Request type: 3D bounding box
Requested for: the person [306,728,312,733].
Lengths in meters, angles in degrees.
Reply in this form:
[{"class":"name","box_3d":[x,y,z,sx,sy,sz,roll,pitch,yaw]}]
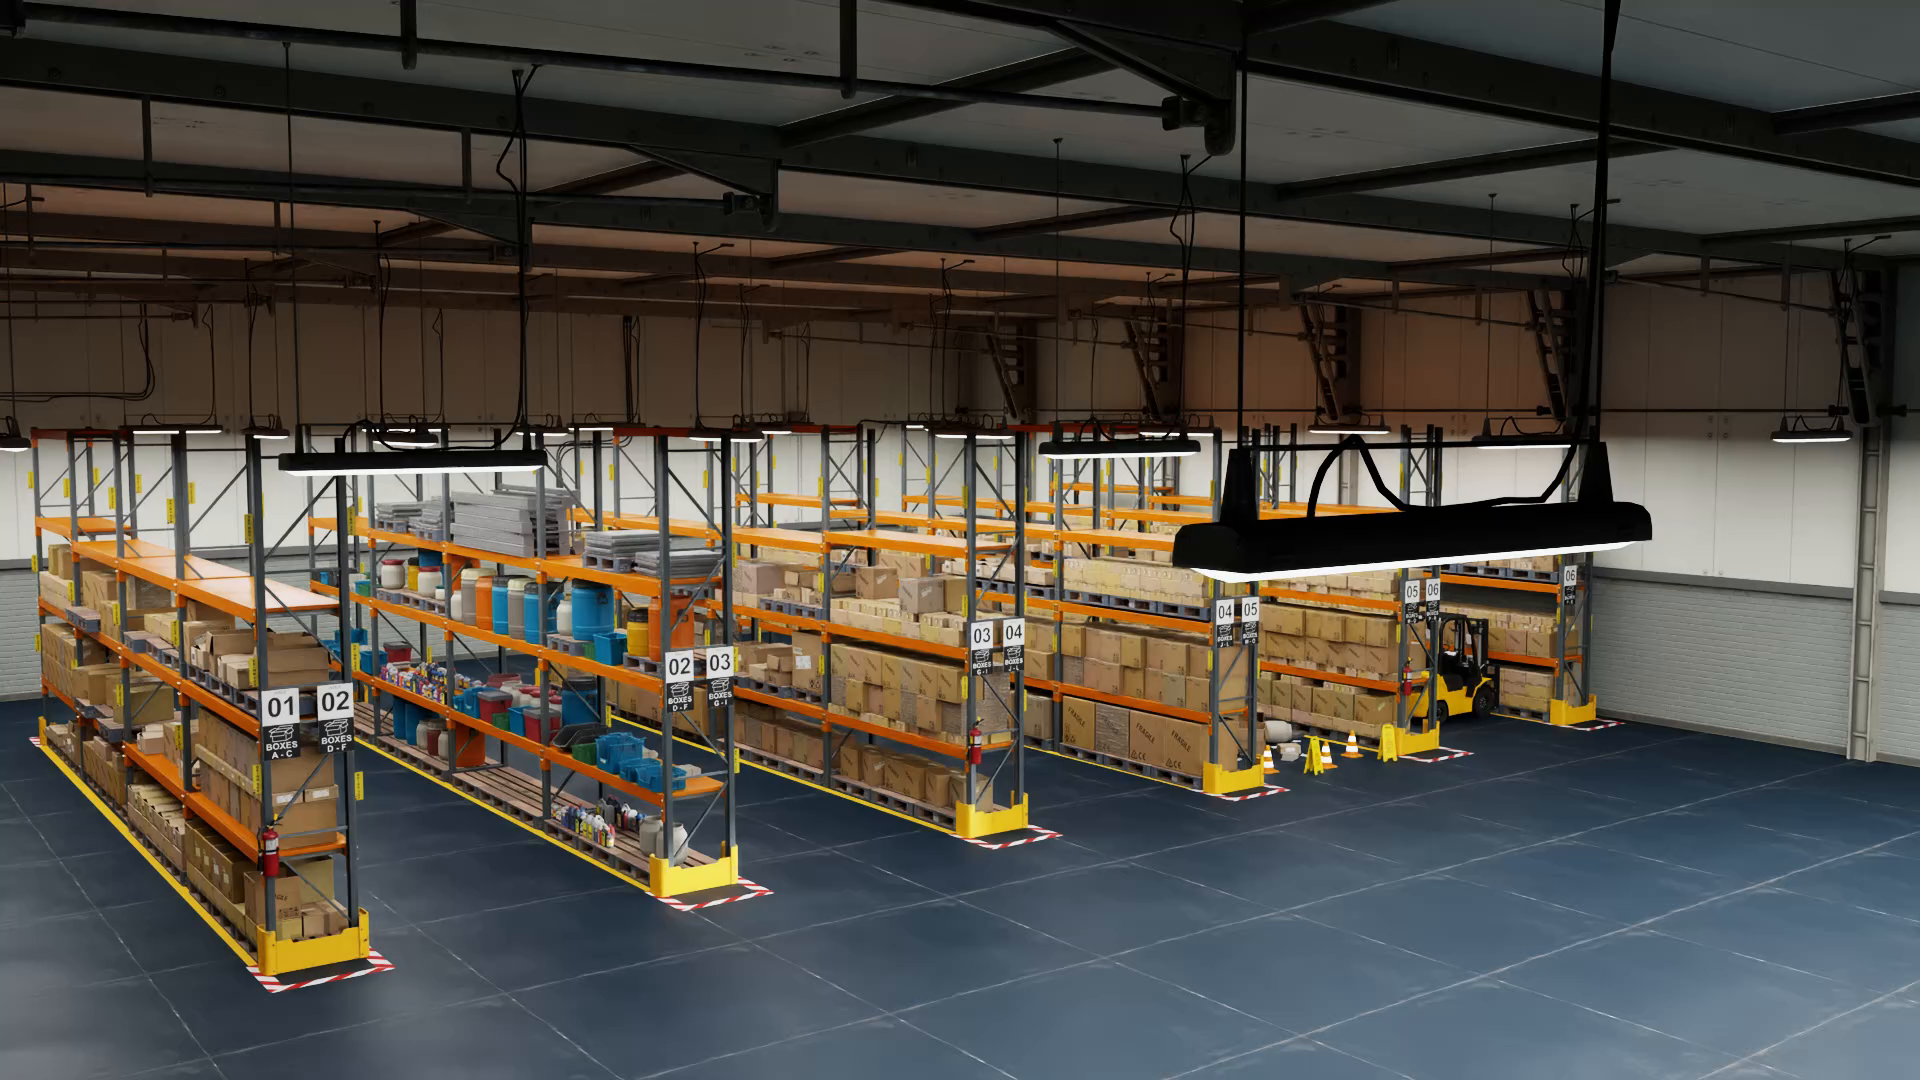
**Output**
[{"class":"person","box_3d":[-10.519,3.446,26.619,0.970,1.543,0.452,3,5,32]}]
